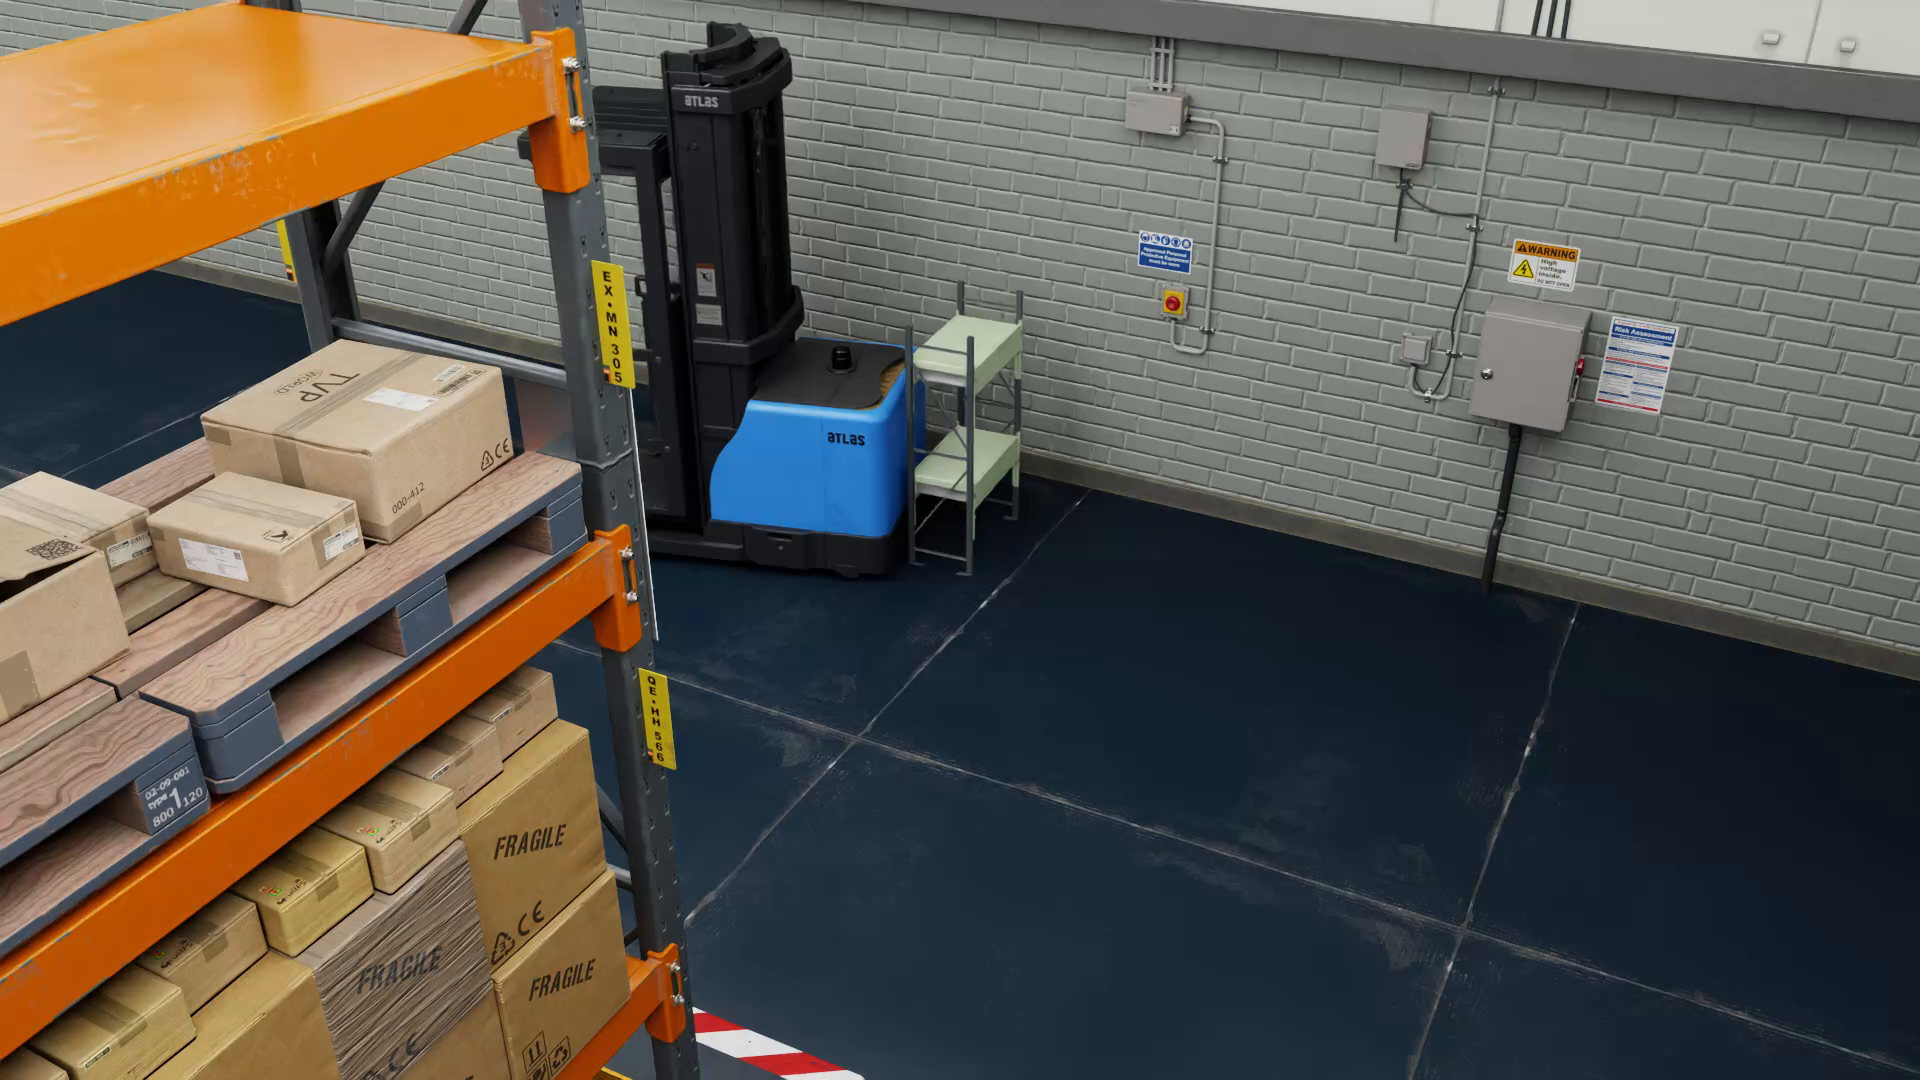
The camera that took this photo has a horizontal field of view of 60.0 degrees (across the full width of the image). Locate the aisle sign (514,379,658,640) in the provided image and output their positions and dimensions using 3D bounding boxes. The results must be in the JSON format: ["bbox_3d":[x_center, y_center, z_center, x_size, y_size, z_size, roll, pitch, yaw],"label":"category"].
[{"bbox_3d":[-1.032,-0.102,4.596,0.394,0.787,0.004,14,33,23],"label":"aisle sign"}]

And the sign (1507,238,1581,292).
[{"bbox_3d":[3.056,-1.440,8.706,0.339,0.242,0.001,14,33,23],"label":"sign"}]

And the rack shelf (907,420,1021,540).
[{"bbox_3d":[0.030,-0.362,9.820,0.431,0.370,0.720,12,32,20],"label":"rack shelf"}]

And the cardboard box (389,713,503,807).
[{"bbox_3d":[-1.420,0.551,4.313,0.380,0.149,0.250,15,33,24],"label":"cardboard box"}]

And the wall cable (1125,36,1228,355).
[{"bbox_3d":[1.207,-1.972,9.411,0.585,1.953,0.123,14,33,23],"label":"wall cable"}]

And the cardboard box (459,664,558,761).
[{"bbox_3d":[-1.326,0.433,4.519,0.380,0.149,0.250,15,33,24],"label":"cardboard box"}]

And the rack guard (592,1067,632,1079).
[{"bbox_3d":[-1.330,2.060,5.951,1.175,0.500,0.348,14,33,23],"label":"rack guard"}]

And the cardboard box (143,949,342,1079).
[{"bbox_3d":[-1.789,1.234,3.774,0.500,0.500,0.500,14,33,23],"label":"cardboard box"}]

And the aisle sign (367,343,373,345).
[{"bbox_3d":[-1.566,-0.238,4.833,0.394,0.787,0.004,14,33,23],"label":"aisle sign"}]

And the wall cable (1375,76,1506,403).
[{"bbox_3d":[2.475,-1.642,8.868,0.588,1.984,0.122,14,33,23],"label":"wall cable"}]

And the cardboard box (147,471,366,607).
[{"bbox_3d":[-1.586,-0.007,3.758,0.380,0.149,0.250,12,32,19],"label":"cardboard box"}]

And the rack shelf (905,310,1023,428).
[{"bbox_3d":[0.030,-0.983,9.463,0.431,0.370,0.720,12,32,20],"label":"rack shelf"}]

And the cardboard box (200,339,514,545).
[{"bbox_3d":[-1.466,-0.255,4.088,0.500,0.250,0.500,11,32,19],"label":"cardboard box"}]

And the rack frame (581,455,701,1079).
[{"bbox_3d":[-1.341,0.987,5.310,1.000,3.000,0.127,14,33,23],"label":"rack frame"}]

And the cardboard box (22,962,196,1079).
[{"bbox_3d":[-1.859,1.011,3.512,0.380,0.149,0.250,15,33,24],"label":"cardboard box"}]

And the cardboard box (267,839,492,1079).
[{"bbox_3d":[-1.561,1.016,4.155,0.500,0.500,0.500,14,33,23],"label":"cardboard box"}]

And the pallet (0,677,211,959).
[{"bbox_3d":[-2.224,0.598,3.063,1.003,0.211,1.213,14,33,23],"label":"pallet"}]

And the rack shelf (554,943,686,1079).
[{"bbox_3d":[-2.252,2.185,3.945,1.077,0.370,4.000,14,33,23],"label":"rack shelf"}]

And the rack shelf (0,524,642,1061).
[{"bbox_3d":[-2.252,0.885,3.198,1.077,0.370,4.000,14,33,23],"label":"rack shelf"}]

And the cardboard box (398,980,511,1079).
[{"bbox_3d":[-1.567,1.436,4.427,0.500,0.500,0.500,14,33,22],"label":"cardboard box"}]

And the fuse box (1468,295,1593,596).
[{"bbox_3d":[3.011,-0.418,9.051,0.539,1.711,0.414,14,33,23],"label":"fuse box"}]

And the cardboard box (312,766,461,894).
[{"bbox_3d":[-1.463,0.684,4.081,0.380,0.149,0.250,14,33,23],"label":"cardboard box"}]

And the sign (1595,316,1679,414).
[{"bbox_3d":[3.545,-0.916,8.718,0.329,0.494,0.001,14,33,23],"label":"sign"}]

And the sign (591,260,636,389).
[{"bbox_3d":[-0.864,-0.534,4.137,0.100,0.325,0.005,14,33,23],"label":"sign"}]

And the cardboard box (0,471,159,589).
[{"bbox_3d":[-2.041,0.000,3.747,0.380,0.149,0.250,16,33,25],"label":"cardboard box"}]

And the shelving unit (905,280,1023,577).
[{"bbox_3d":[0.030,-0.645,9.657,0.431,1.500,0.755,12,32,20],"label":"shelving unit"}]

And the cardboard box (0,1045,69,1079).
[{"bbox_3d":[-1.995,1.123,3.317,0.380,0.149,0.250,15,33,25],"label":"cardboard box"}]

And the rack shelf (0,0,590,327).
[{"bbox_3d":[-2.252,-0.243,2.551,1.077,0.370,4.000,14,33,23],"label":"rack shelf"}]

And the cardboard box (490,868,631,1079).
[{"bbox_3d":[-1.325,1.217,4.808,0.500,0.500,0.500,14,33,24],"label":"cardboard box"}]

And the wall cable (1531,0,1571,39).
[{"bbox_3d":[4.131,-3.396,6.881,2.988,3.039,0.133,14,33,23],"label":"wall cable"}]

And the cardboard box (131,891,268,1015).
[{"bbox_3d":[-1.797,0.887,3.729,0.380,0.149,0.250,14,33,23],"label":"cardboard box"}]

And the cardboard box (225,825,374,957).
[{"bbox_3d":[-1.614,0.787,3.902,0.380,0.149,0.250,15,33,24],"label":"cardboard box"}]

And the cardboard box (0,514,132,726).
[{"bbox_3d":[-2.067,0.151,3.320,0.500,0.311,0.500,15,33,24],"label":"cardboard box"}]

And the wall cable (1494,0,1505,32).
[{"bbox_3d":[1.668,-4.029,8.019,2.355,3.000,0.029,14,33,23],"label":"wall cable"}]

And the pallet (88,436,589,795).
[{"bbox_3d":[-1.670,0.056,4.008,1.003,0.211,1.213,14,33,23],"label":"pallet"}]

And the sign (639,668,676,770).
[{"bbox_3d":[-0.864,0.511,4.738,0.100,0.325,0.005,14,33,23],"label":"sign"}]

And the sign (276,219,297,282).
[{"bbox_3d":[-1.832,-0.856,4.550,0.100,0.325,0.005,14,33,23],"label":"sign"}]

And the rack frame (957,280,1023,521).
[{"bbox_3d":[0.173,-0.813,9.950,0.400,1.500,0.023,12,32,20],"label":"rack frame"}]

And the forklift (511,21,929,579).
[{"bbox_3d":[-1.767,-1.419,9.568,3.031,2.935,1.130,6,30,11],"label":"forklift"}]

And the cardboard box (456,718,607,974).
[{"bbox_3d":[-1.349,0.777,4.570,0.500,0.500,0.500,15,33,25],"label":"cardboard box"}]

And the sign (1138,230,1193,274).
[{"bbox_3d":[1.192,-1.674,9.671,0.327,0.218,0.001,14,33,23],"label":"sign"}]

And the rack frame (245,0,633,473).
[{"bbox_3d":[-1.341,-1.615,3.816,1.000,3.000,0.127,14,33,23],"label":"rack frame"}]

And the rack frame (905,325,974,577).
[{"bbox_3d":[-0.112,-0.477,9.365,0.400,1.500,0.023,12,32,20],"label":"rack frame"}]
